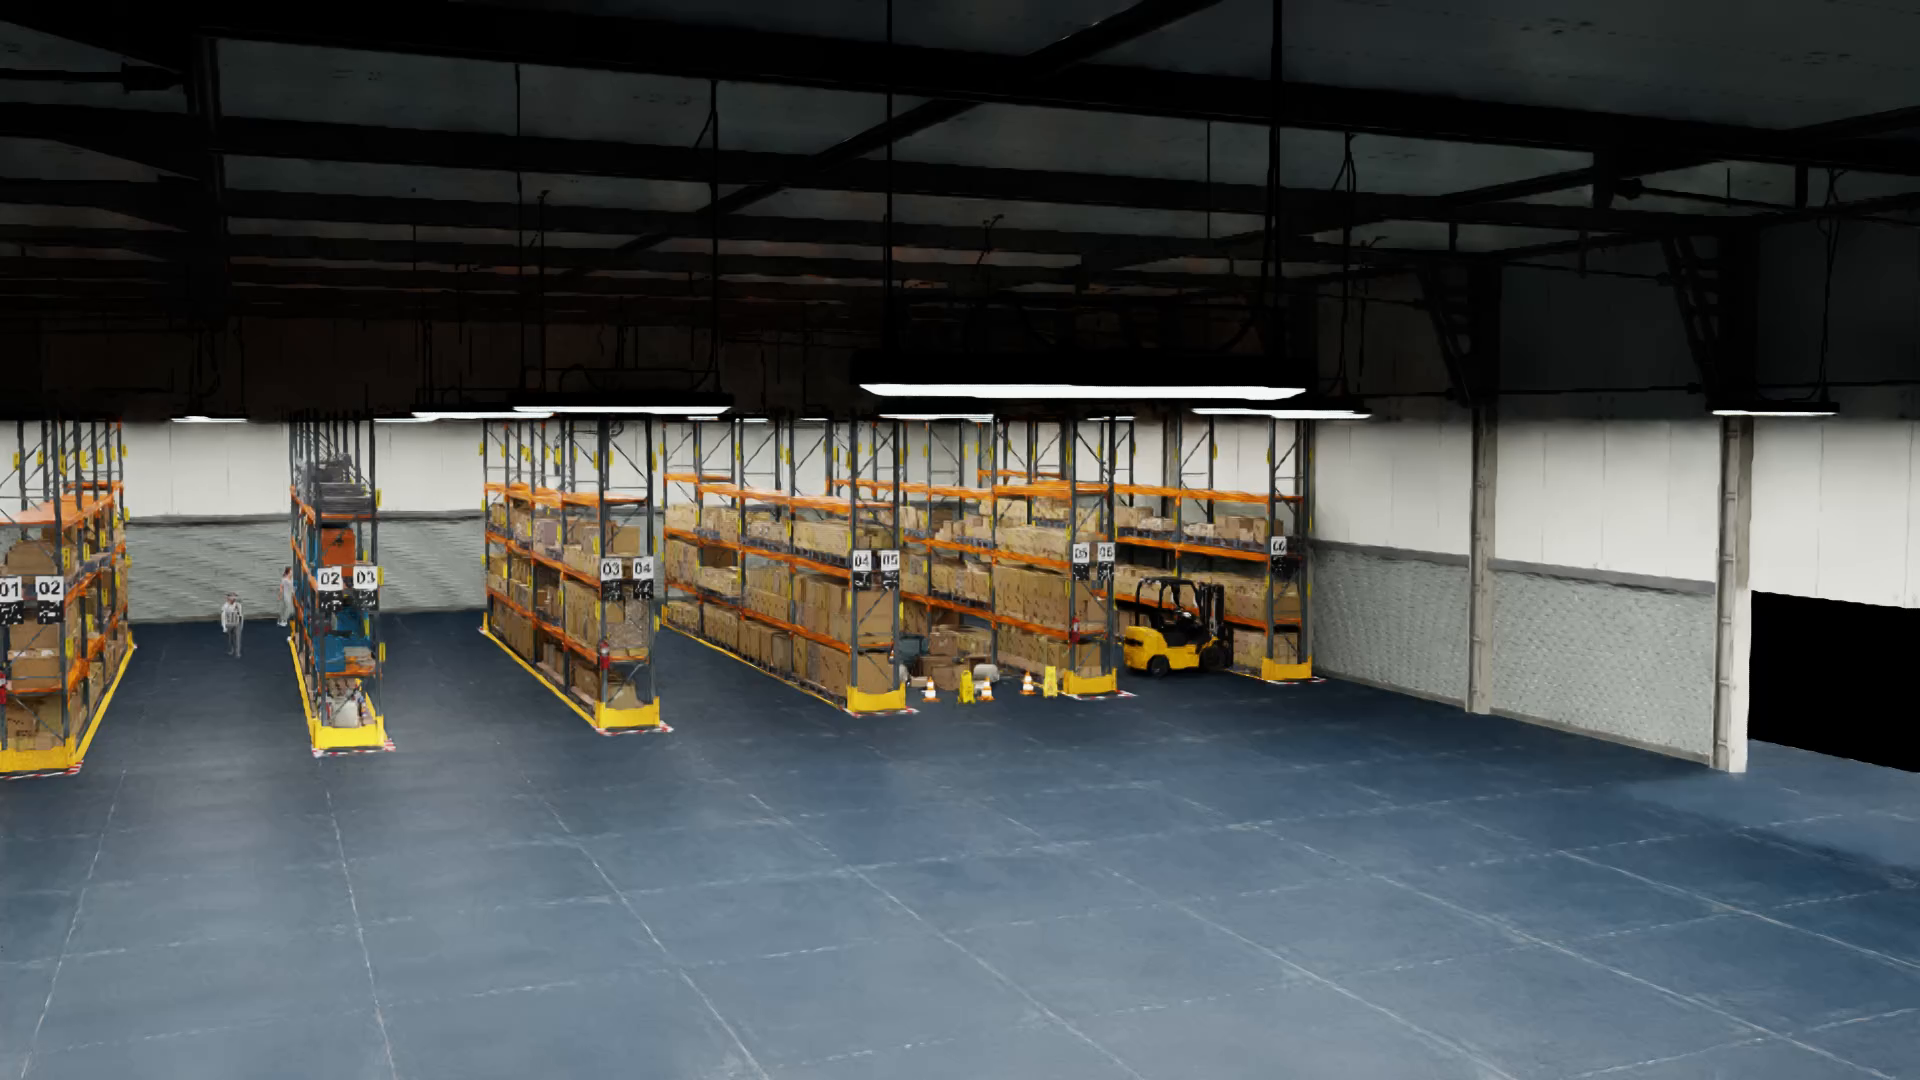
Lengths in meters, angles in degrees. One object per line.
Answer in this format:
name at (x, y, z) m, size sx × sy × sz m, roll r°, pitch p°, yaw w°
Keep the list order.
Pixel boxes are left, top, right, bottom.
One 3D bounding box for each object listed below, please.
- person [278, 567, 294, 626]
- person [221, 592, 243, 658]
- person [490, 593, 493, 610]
person at (-19.057, 1.587, 47.018) m, size 0.519 × 1.661 × 0.531 m, roll 1°, pitch 4°, yaw 11°
person at (-17.815, 2.060, 40.706) m, size 0.495 × 1.587 × 1.086 m, roll -2°, pitch 4°, yaw -21°
person at (-13.888, 1.423, 50.159) m, size 0.656 × 1.566 × 0.818 m, roll -3°, pitch 5°, yaw -40°
